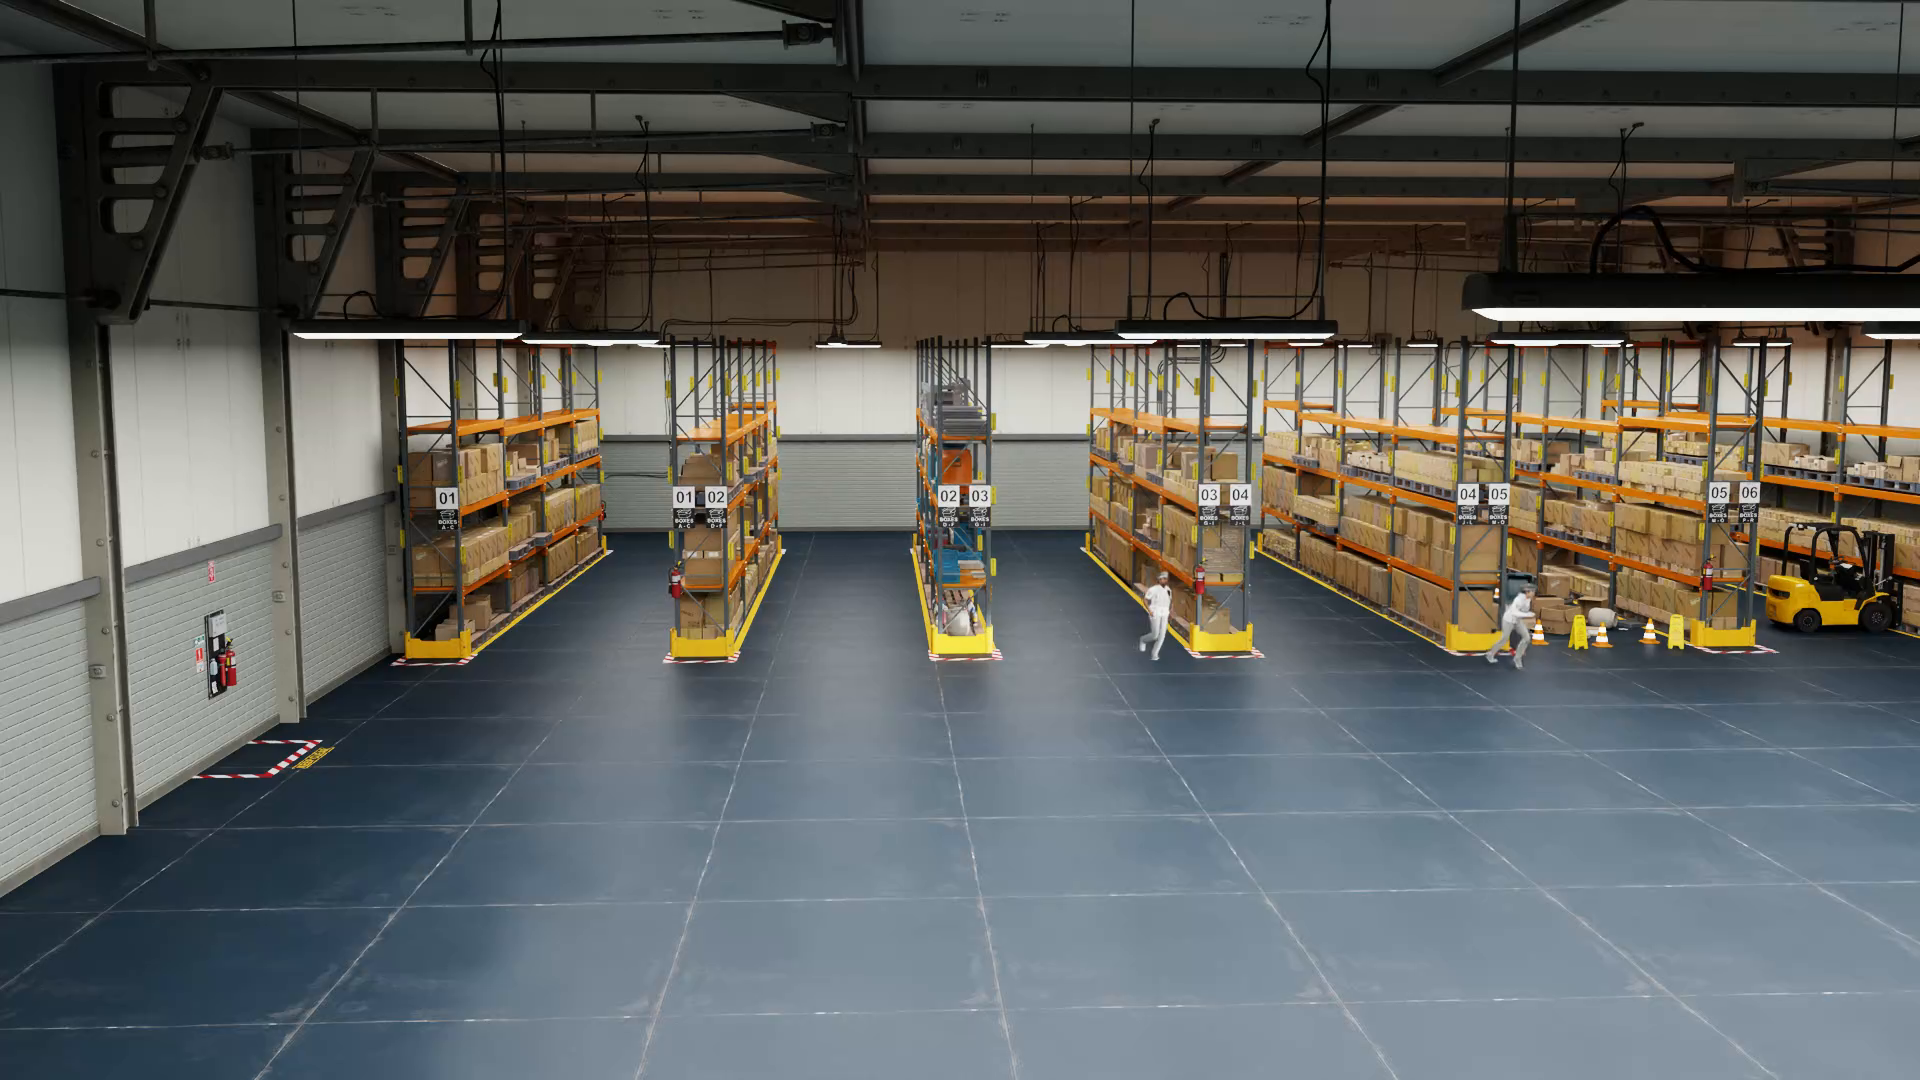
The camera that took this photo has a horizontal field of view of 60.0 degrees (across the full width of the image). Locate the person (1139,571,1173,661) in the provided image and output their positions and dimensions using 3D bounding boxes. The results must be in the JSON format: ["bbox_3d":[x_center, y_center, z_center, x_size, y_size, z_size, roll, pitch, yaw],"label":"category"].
[{"bbox_3d":[3.729,1.392,31.040,0.621,1.629,0.646,-3,7,-23],"label":"person"}]

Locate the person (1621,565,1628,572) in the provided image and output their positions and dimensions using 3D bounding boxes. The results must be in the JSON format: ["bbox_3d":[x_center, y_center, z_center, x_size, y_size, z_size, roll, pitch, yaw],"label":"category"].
[{"bbox_3d":[16.195,0.339,40.074,0.683,1.739,0.706,-1,7,-7],"label":"person"}]

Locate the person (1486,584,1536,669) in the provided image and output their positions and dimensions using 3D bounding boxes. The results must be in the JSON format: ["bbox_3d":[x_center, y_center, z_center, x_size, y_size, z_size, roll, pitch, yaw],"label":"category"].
[{"bbox_3d":[10.022,1.553,30.170,0.652,1.595,0.943,-6,9,-43],"label":"person"}]

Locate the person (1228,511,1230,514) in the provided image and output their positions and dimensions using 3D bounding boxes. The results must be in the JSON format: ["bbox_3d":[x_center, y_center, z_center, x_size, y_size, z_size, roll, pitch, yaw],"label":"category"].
[{"bbox_3d":[7.973,-0.580,48.481,0.498,1.615,0.670,-5,8,-37],"label":"person"}]
